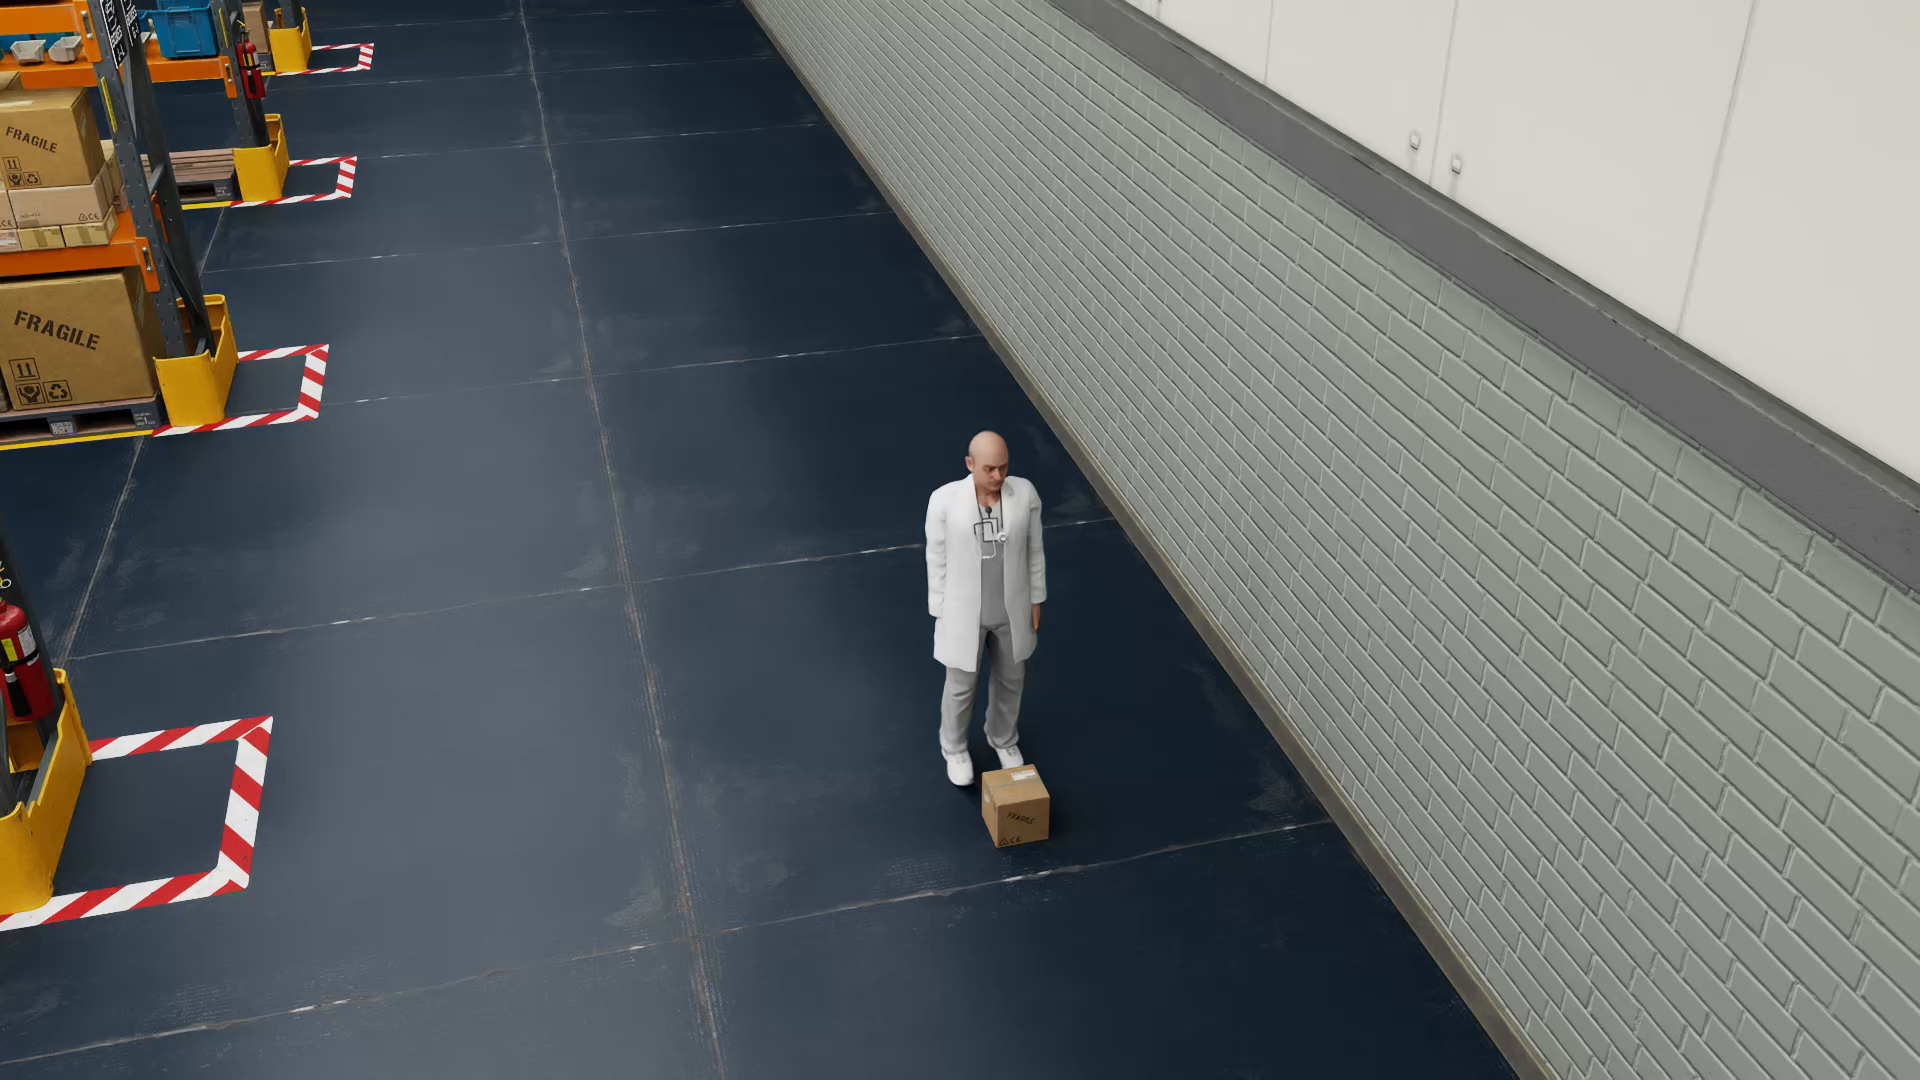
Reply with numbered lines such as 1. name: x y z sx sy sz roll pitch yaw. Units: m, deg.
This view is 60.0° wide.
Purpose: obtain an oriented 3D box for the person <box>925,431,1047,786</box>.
1. person: 0.133 0.323 7.708 0.562 1.782 0.385 -7 31 -12
